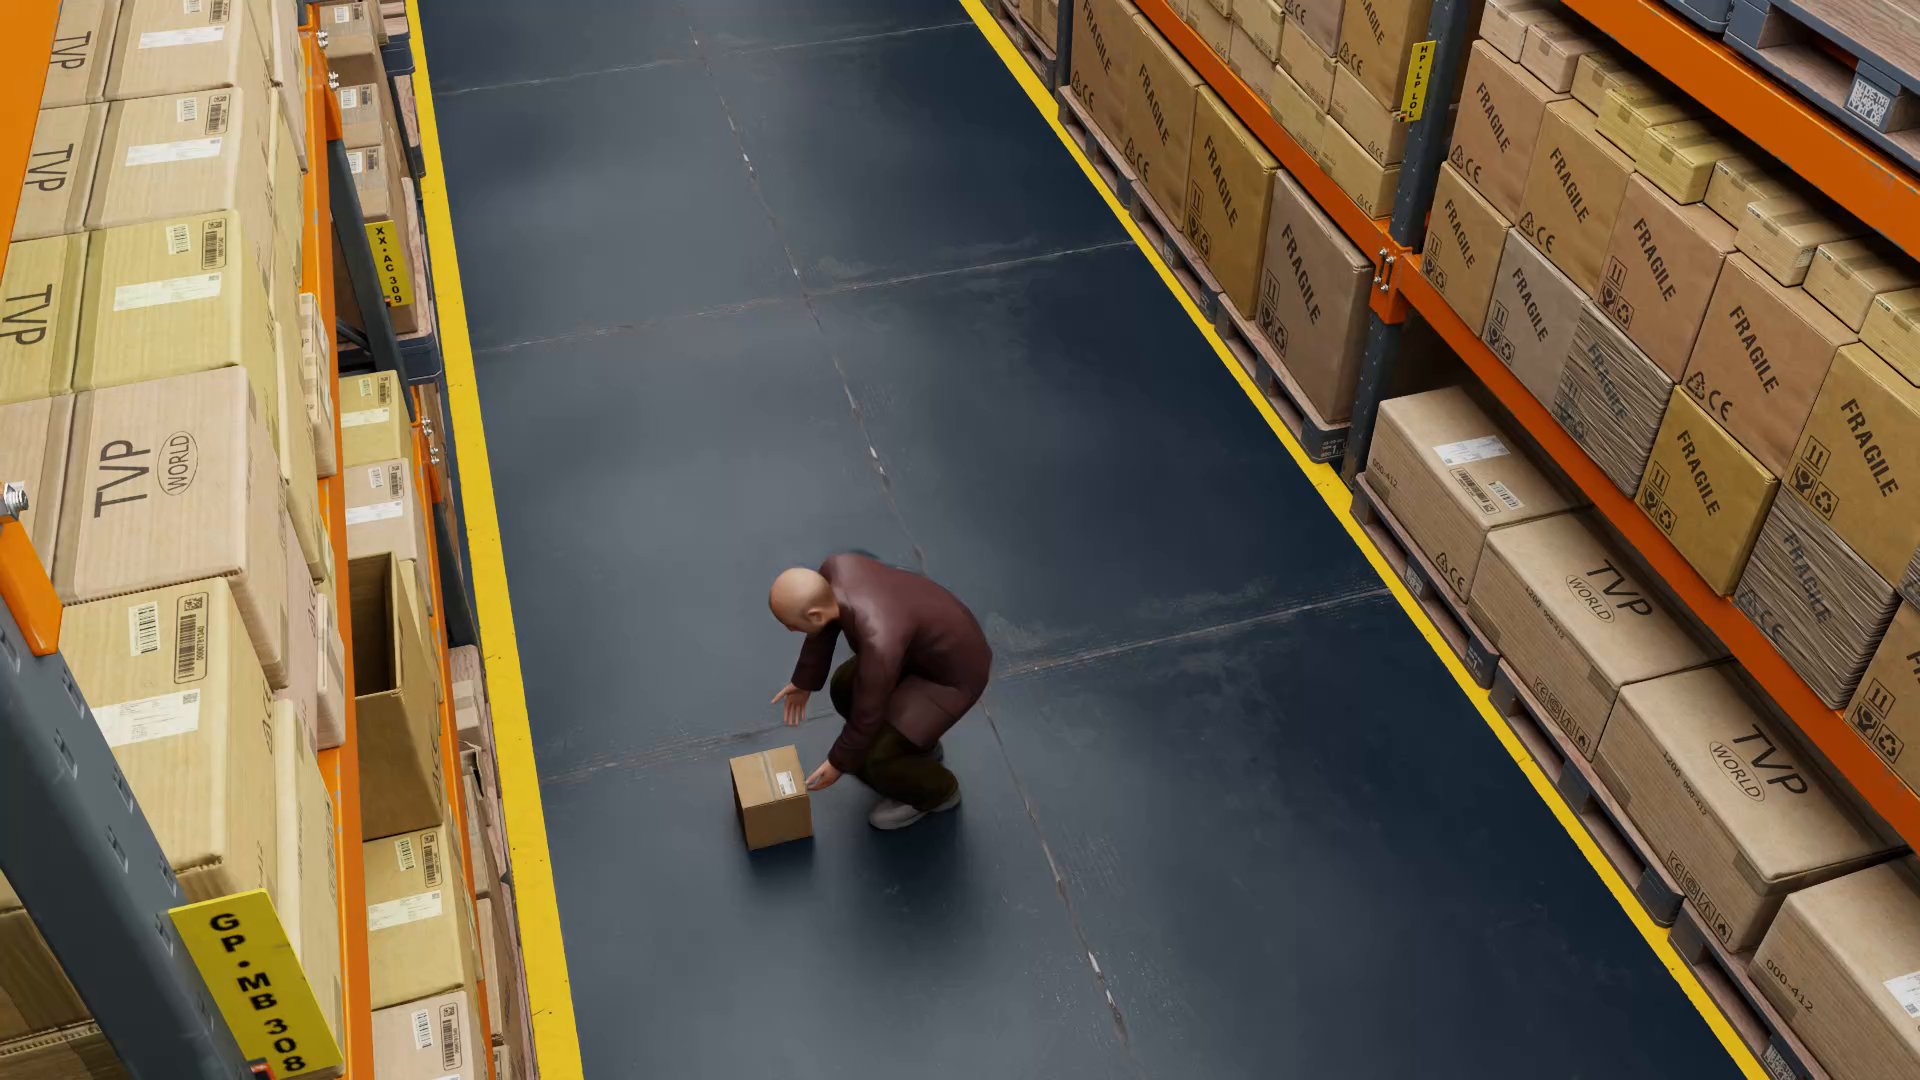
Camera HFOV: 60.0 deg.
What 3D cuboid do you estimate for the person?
[{"bbox_3d":[-0.263,0.519,5.982,0.793,1.256,0.633,-12,43,-13],"label":"person"}]
